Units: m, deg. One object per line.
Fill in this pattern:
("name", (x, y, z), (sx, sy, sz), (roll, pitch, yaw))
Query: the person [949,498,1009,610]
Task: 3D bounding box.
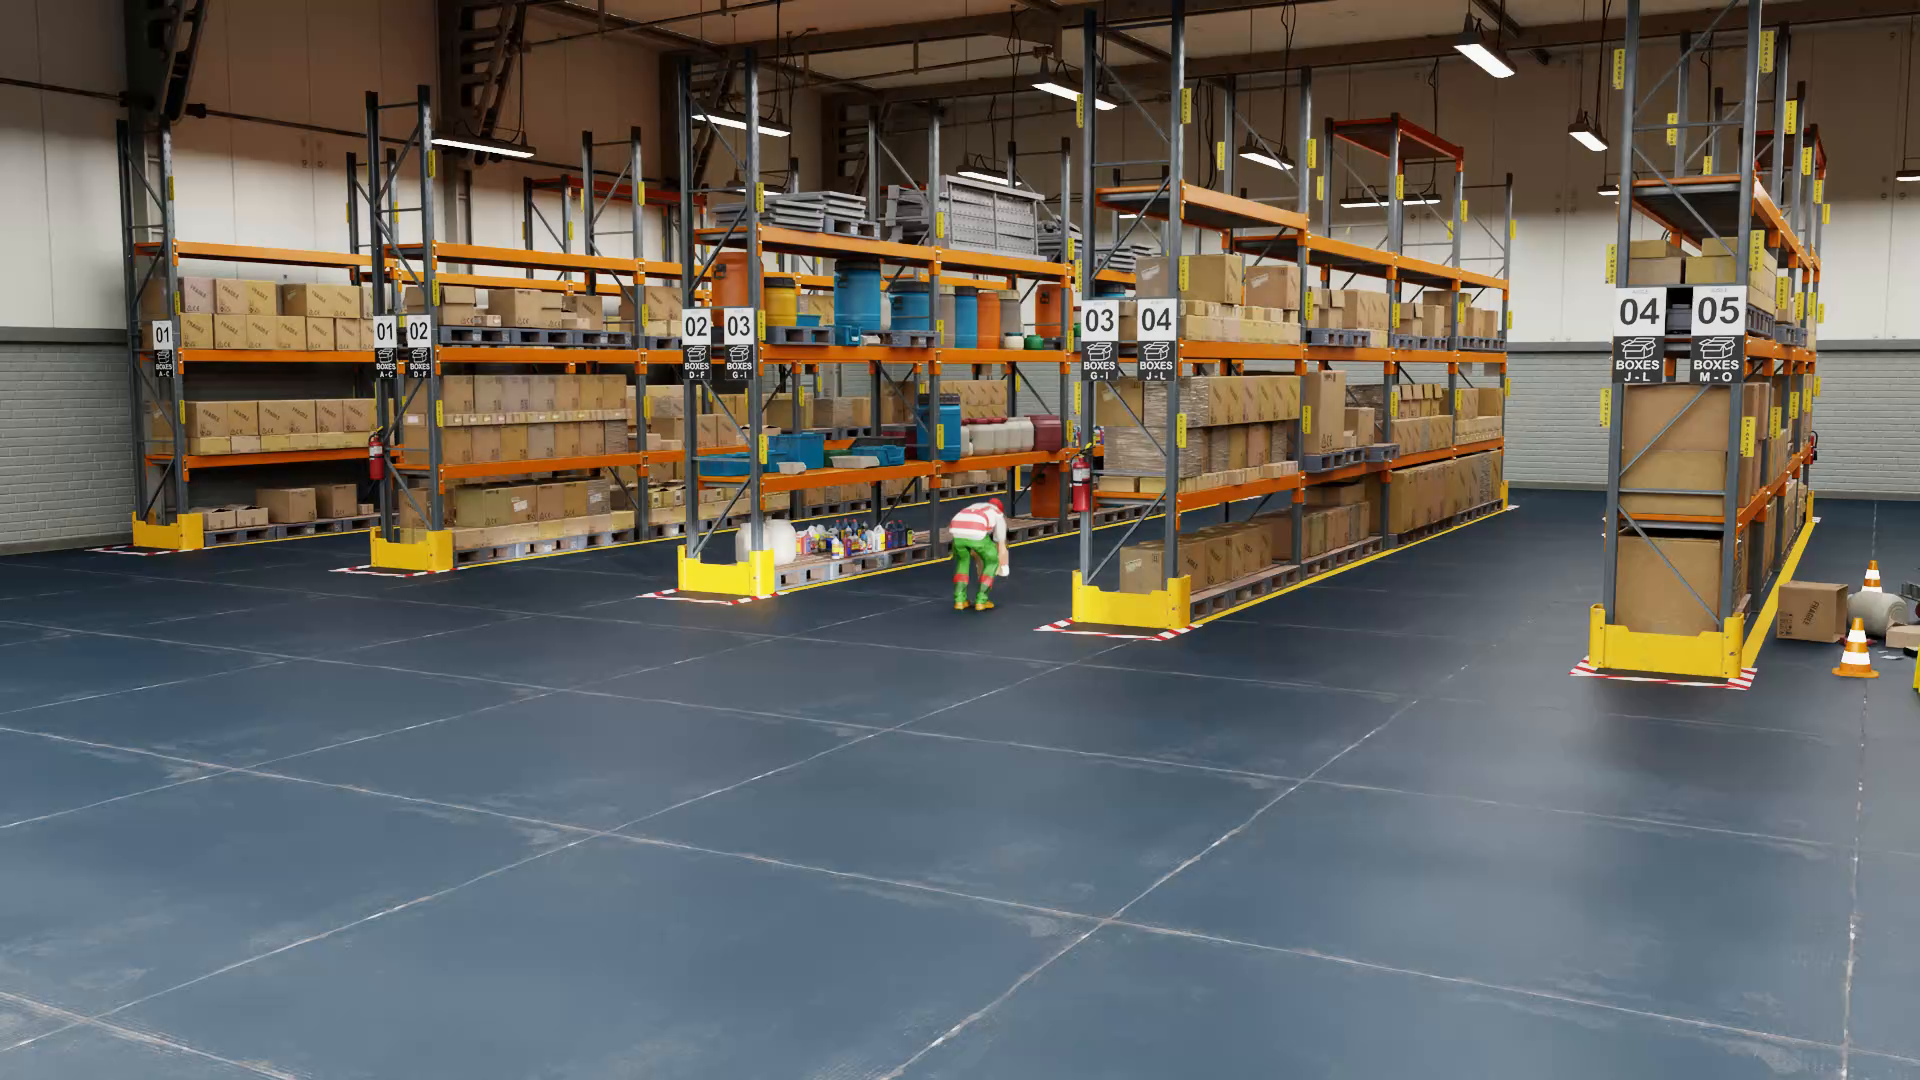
("person", (0.216, 0.144, 17.743), (0.517, 1.134, 0.951), (3, 7, 26))
